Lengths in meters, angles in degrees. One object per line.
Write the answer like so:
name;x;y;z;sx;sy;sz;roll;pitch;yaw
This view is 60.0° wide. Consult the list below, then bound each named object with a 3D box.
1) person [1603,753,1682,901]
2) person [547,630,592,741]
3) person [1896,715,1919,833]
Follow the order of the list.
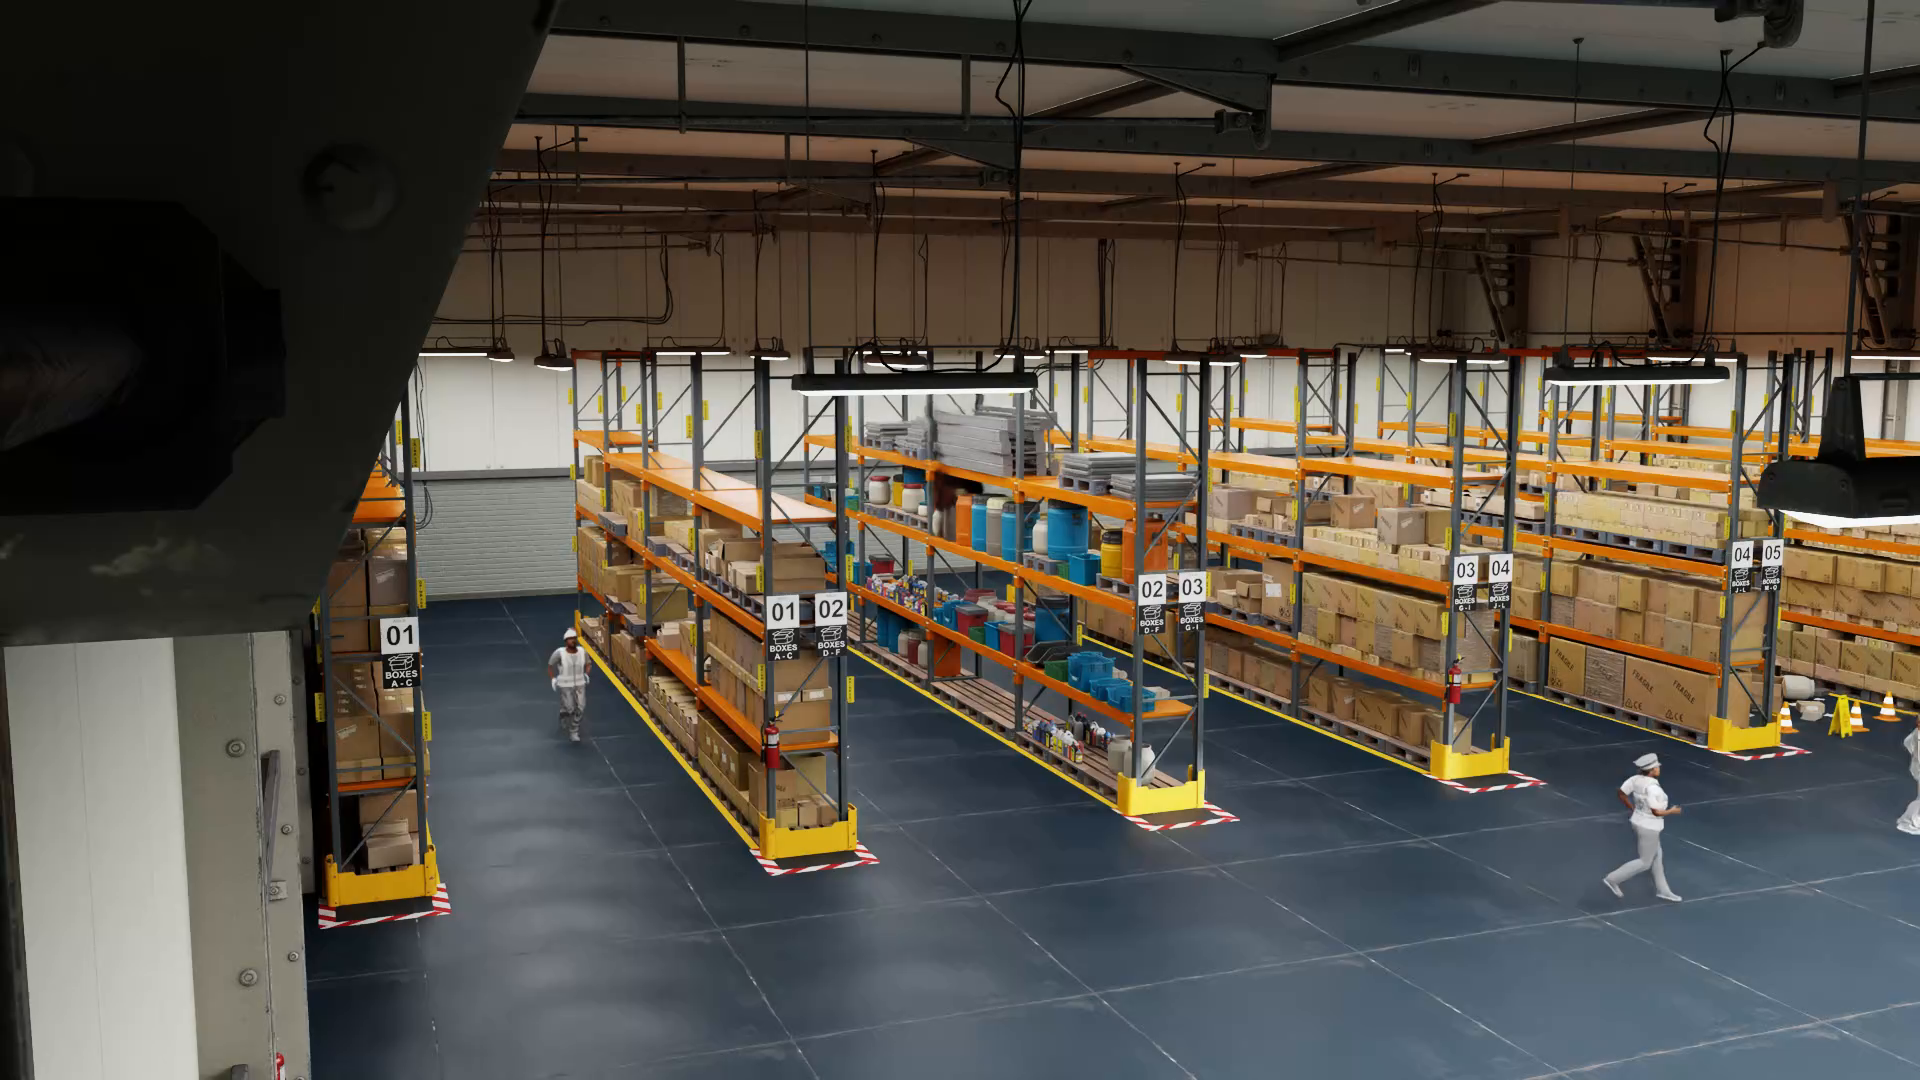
person;7.594;3.193;18.418;0.924;1.698;0.579;0;7;0
person;-6.046;2.262;25.900;0.688;1.735;0.599;-4;8;-30
person;12.216;2.947;21.046;0.565;1.557;0.553;3;8;21
